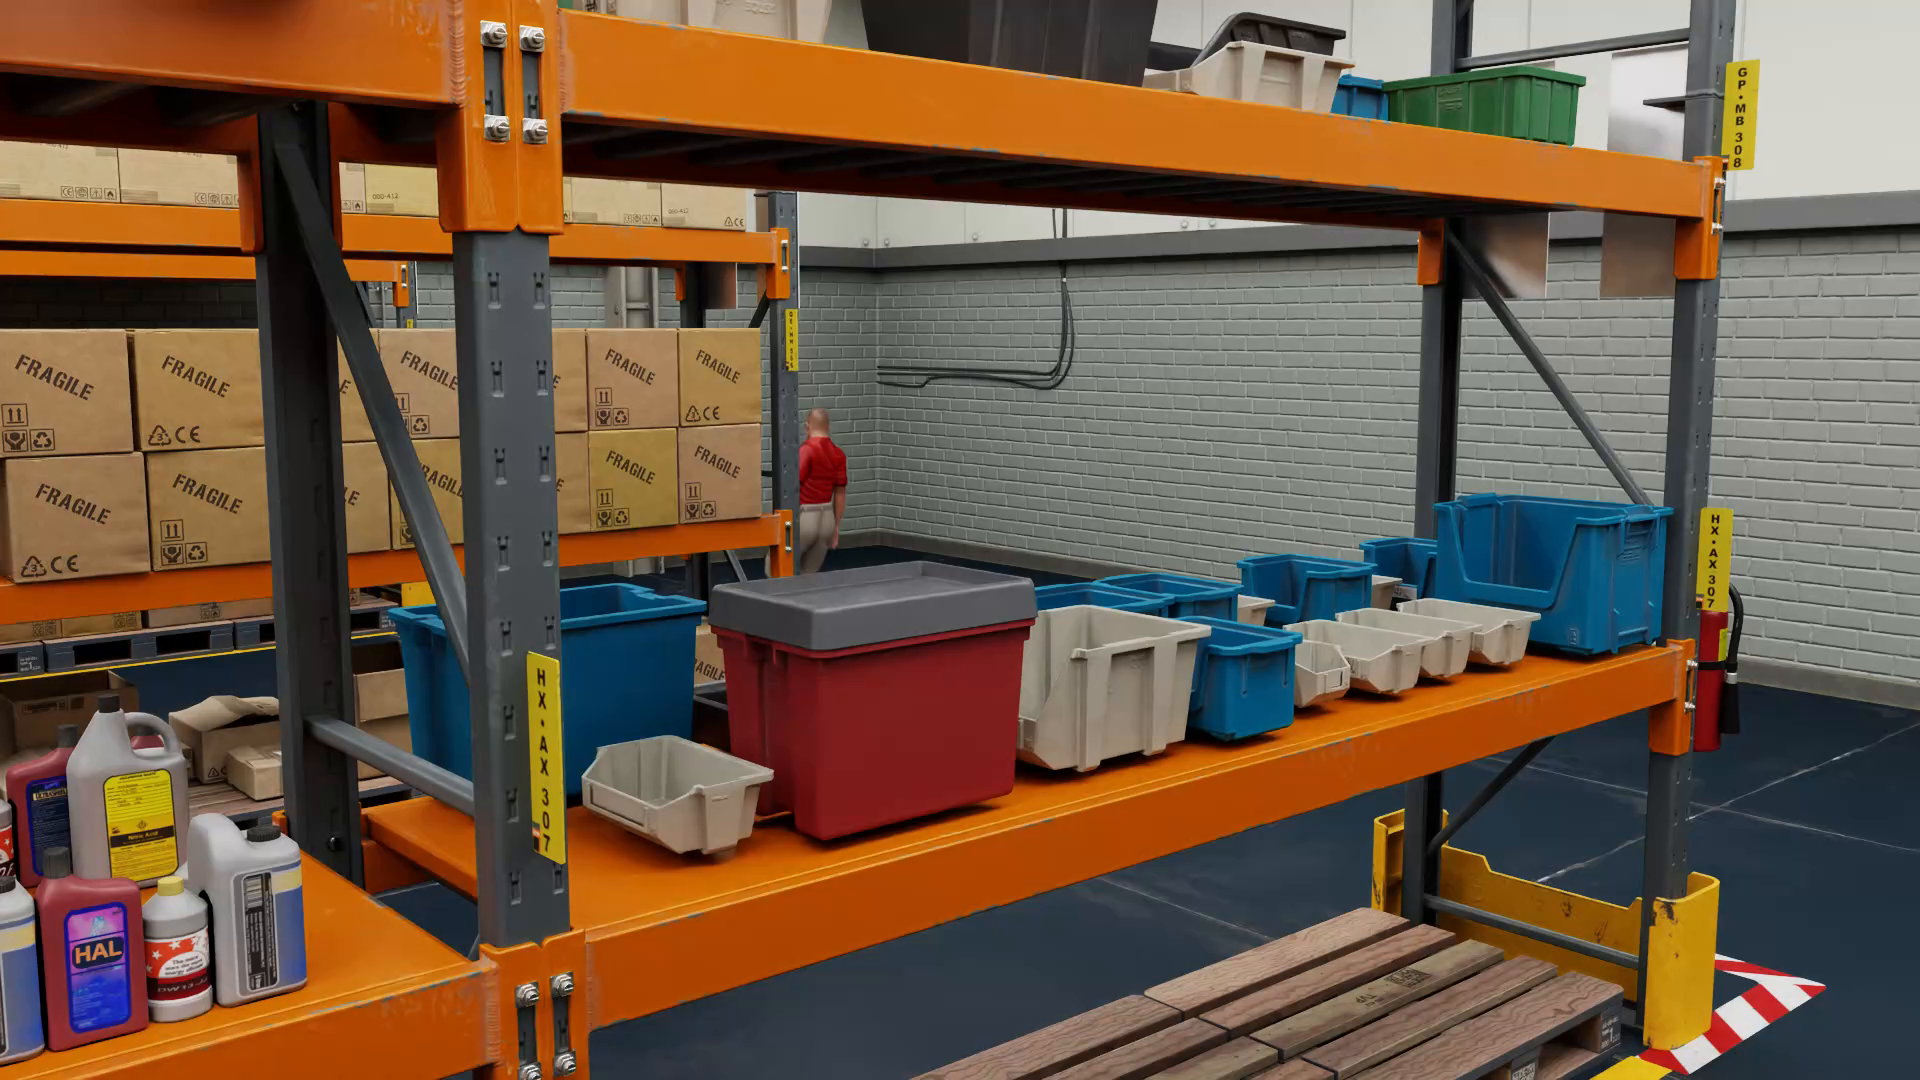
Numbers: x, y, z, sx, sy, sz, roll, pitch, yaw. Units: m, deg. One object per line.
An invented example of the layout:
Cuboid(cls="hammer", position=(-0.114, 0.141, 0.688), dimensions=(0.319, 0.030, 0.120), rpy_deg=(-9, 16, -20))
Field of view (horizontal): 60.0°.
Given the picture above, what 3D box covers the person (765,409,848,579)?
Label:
Cuboid(cls="person", position=(-1.159, -0.104, 12.138), dimensions=(0.715, 1.708, 0.607), rpy_deg=(6, 9, 39))
